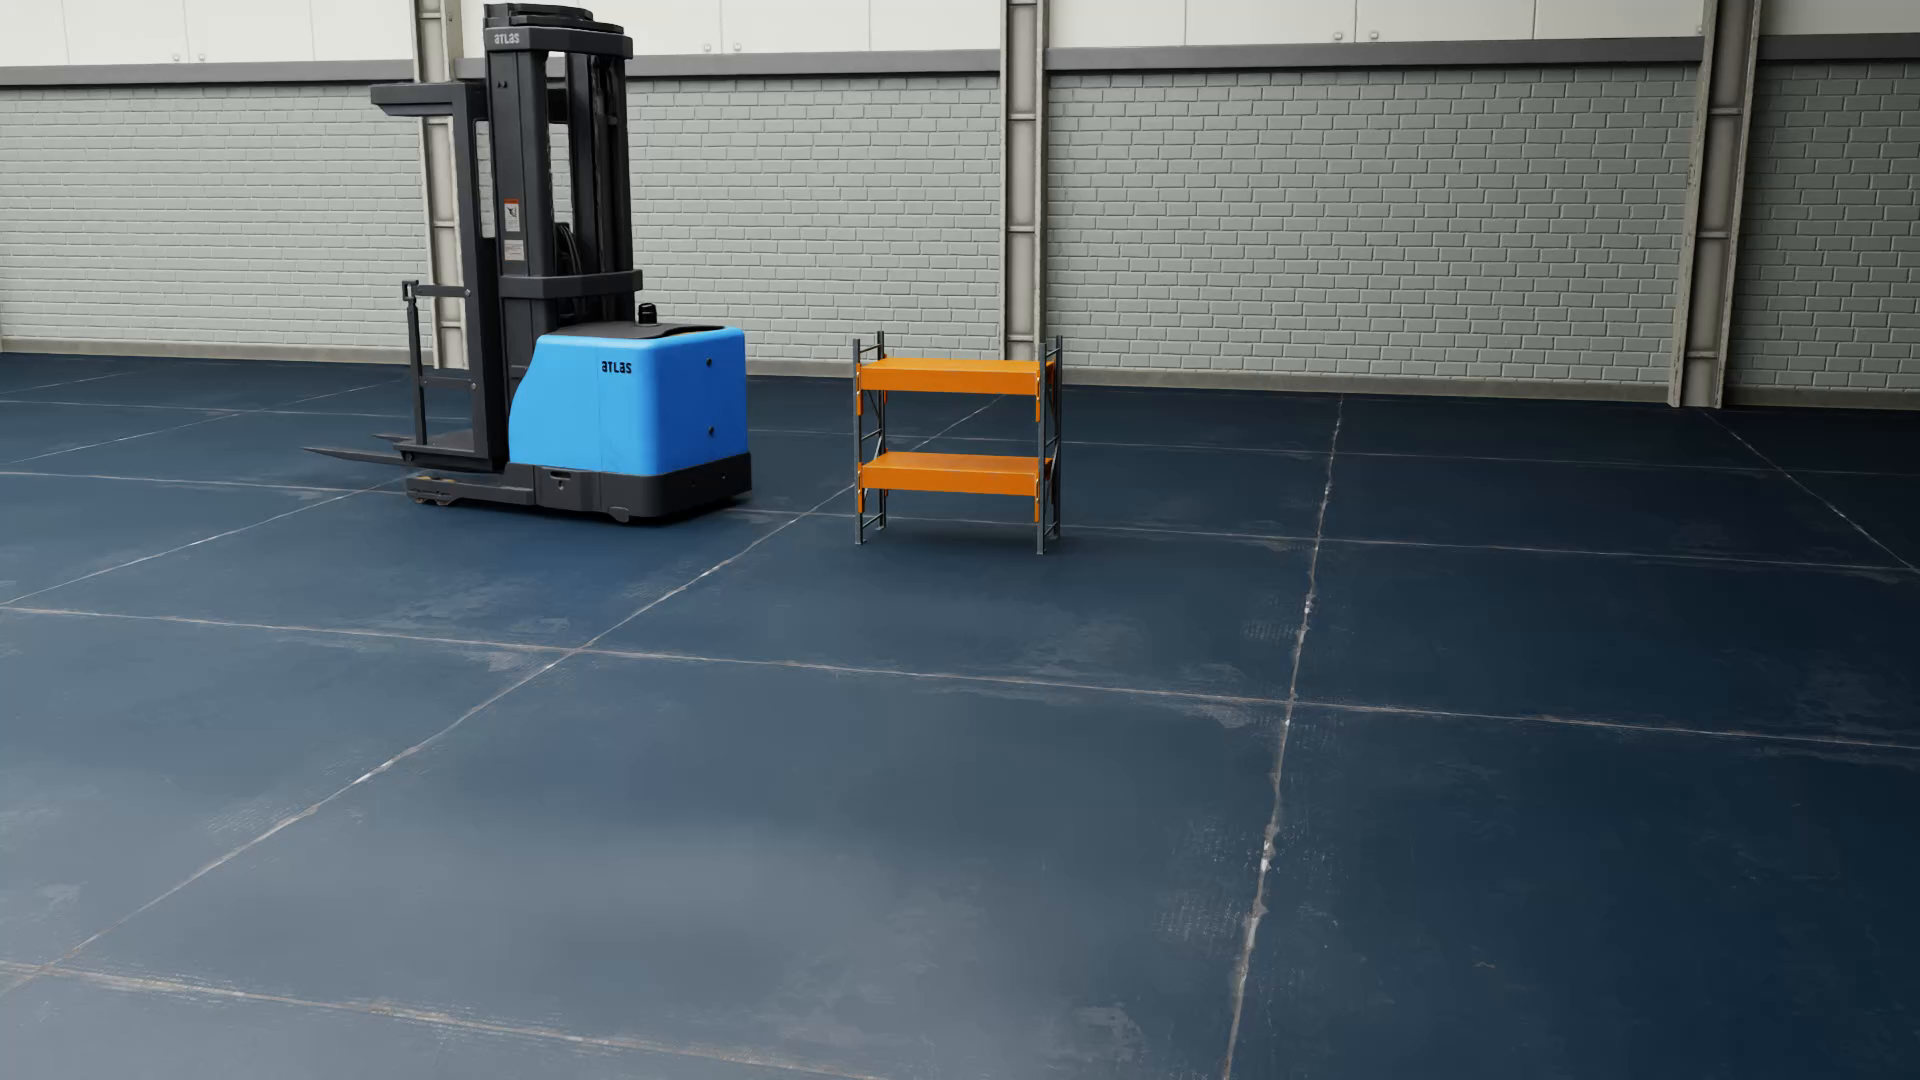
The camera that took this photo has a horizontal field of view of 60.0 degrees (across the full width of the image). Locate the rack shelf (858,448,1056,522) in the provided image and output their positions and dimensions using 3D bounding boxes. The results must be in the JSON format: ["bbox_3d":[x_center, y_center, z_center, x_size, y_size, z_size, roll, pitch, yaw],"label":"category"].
[{"bbox_3d":[-0.007,-0.311,9.166,1.000,0.278,0.538,3,13,14],"label":"rack shelf"}]

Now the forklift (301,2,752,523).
[{"bbox_3d":[-2.840,-1.733,10.278,3.031,2.935,1.130,6,14,27],"label":"forklift"}]

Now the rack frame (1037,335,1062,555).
[{"bbox_3d":[0.487,-0.523,8.995,0.032,1.125,0.500,3,13,14],"label":"rack frame"}]

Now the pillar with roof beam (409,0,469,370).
[{"bbox_3d":[-6.261,-5.289,12.297,0.400,9.000,9.100,3,13,14],"label":"pillar with roof beam"}]

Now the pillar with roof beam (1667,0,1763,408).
[{"bbox_3d":[5.389,-4.666,9.490,0.400,9.000,9.100,3,13,14],"label":"pillar with roof beam"}]

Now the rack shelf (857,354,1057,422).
[{"bbox_3d":[-0.007,-0.835,9.050,1.000,0.278,0.538,3,13,14],"label":"rack shelf"}]

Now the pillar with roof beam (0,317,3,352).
[{"bbox_3d":[-12.087,-5.600,13.700,0.400,9.000,9.100,3,13,14],"label":"pillar with roof beam"}]

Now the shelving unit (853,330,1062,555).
[{"bbox_3d":[-0.007,-0.549,9.113,1.048,1.125,0.538,3,13,14],"label":"shelving unit"}]

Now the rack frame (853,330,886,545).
[{"bbox_3d":[-0.500,-0.576,9.232,0.032,1.125,0.500,3,13,14],"label":"rack frame"}]

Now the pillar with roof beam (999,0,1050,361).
[{"bbox_3d":[-0.436,-4.978,10.893,0.400,9.000,9.100,3,13,14],"label":"pillar with roof beam"}]
